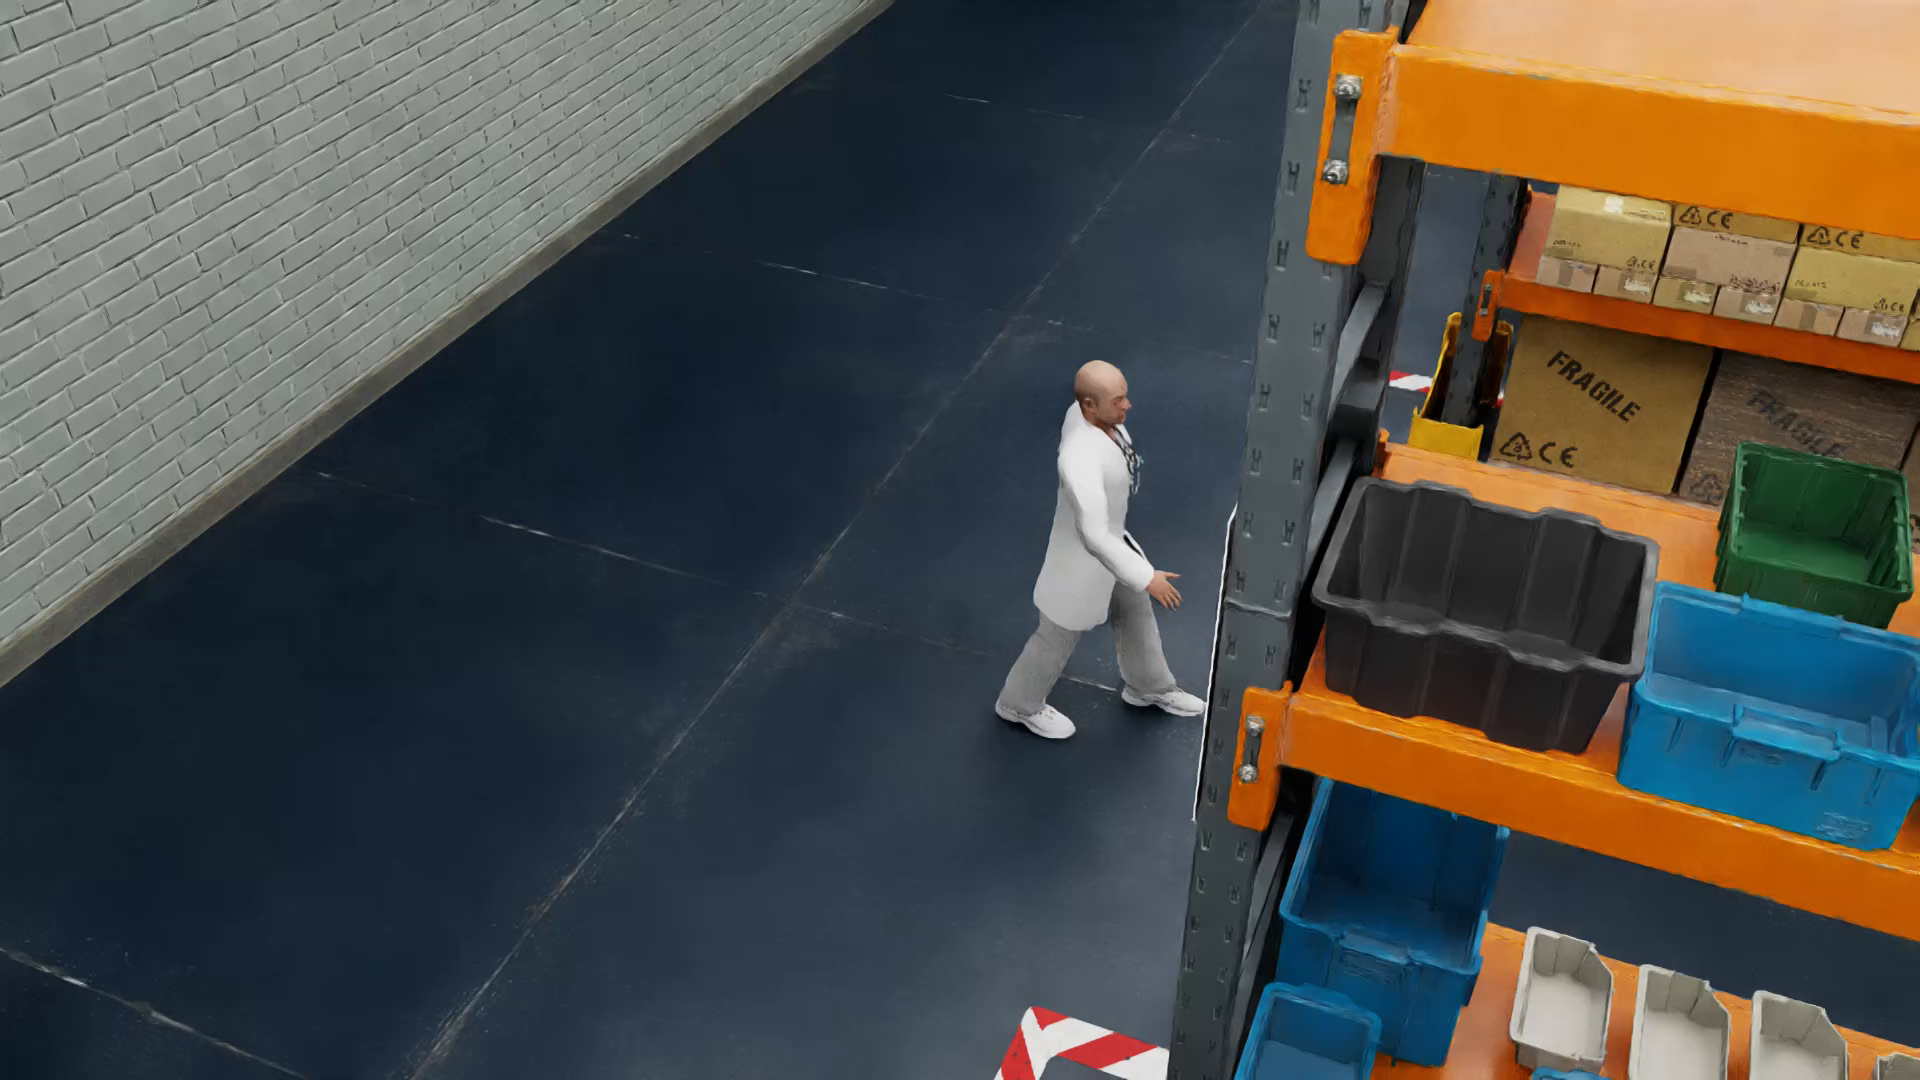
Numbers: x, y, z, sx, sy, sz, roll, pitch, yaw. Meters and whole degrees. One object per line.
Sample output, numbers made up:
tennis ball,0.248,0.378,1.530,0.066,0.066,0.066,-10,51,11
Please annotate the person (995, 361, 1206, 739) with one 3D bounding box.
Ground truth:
person,0.621,0.044,6.797,0.913,1.772,0.777,6,37,8
